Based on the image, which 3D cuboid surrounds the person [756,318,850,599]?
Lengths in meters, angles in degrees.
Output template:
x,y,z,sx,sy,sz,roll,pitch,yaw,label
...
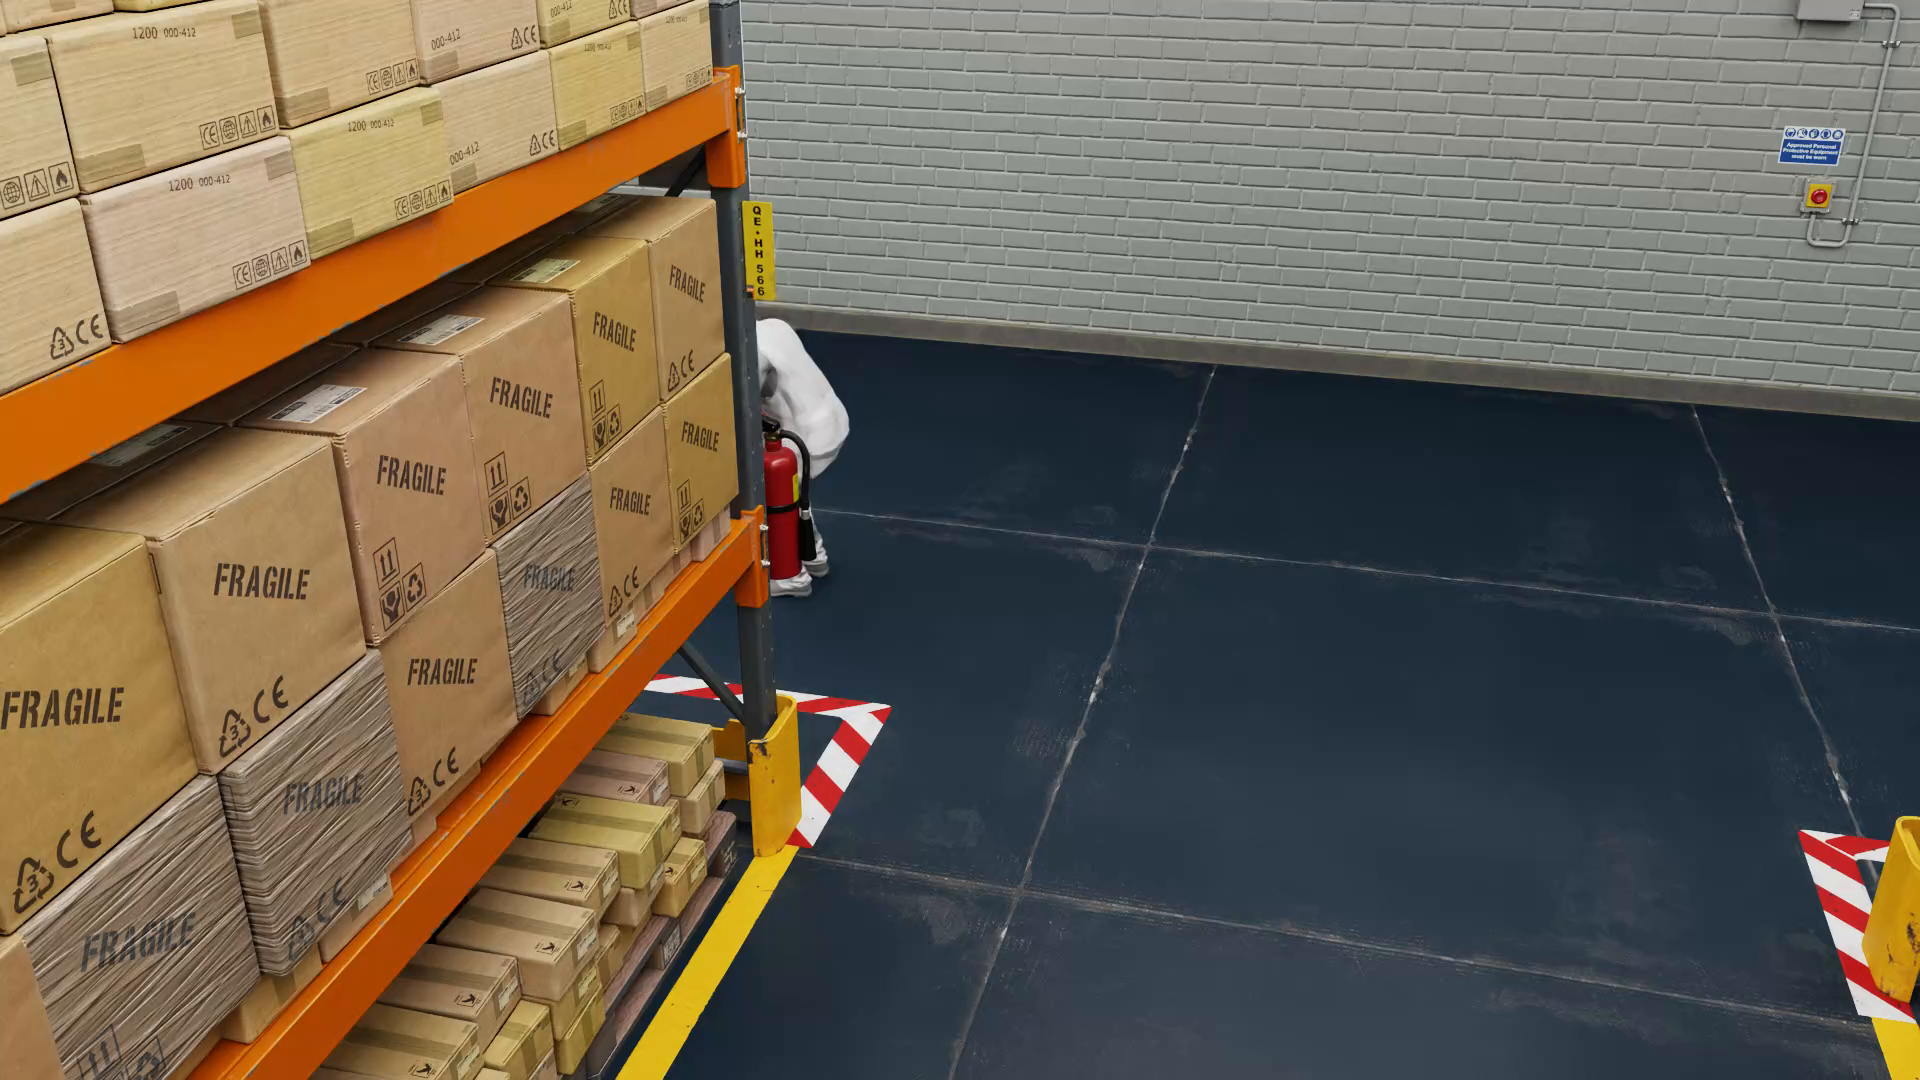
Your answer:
x,y,z,sx,sy,sz,roll,pitch,yaw,label
-0.897,-0.456,7.894,0.711,1.500,0.581,6,26,13,person
